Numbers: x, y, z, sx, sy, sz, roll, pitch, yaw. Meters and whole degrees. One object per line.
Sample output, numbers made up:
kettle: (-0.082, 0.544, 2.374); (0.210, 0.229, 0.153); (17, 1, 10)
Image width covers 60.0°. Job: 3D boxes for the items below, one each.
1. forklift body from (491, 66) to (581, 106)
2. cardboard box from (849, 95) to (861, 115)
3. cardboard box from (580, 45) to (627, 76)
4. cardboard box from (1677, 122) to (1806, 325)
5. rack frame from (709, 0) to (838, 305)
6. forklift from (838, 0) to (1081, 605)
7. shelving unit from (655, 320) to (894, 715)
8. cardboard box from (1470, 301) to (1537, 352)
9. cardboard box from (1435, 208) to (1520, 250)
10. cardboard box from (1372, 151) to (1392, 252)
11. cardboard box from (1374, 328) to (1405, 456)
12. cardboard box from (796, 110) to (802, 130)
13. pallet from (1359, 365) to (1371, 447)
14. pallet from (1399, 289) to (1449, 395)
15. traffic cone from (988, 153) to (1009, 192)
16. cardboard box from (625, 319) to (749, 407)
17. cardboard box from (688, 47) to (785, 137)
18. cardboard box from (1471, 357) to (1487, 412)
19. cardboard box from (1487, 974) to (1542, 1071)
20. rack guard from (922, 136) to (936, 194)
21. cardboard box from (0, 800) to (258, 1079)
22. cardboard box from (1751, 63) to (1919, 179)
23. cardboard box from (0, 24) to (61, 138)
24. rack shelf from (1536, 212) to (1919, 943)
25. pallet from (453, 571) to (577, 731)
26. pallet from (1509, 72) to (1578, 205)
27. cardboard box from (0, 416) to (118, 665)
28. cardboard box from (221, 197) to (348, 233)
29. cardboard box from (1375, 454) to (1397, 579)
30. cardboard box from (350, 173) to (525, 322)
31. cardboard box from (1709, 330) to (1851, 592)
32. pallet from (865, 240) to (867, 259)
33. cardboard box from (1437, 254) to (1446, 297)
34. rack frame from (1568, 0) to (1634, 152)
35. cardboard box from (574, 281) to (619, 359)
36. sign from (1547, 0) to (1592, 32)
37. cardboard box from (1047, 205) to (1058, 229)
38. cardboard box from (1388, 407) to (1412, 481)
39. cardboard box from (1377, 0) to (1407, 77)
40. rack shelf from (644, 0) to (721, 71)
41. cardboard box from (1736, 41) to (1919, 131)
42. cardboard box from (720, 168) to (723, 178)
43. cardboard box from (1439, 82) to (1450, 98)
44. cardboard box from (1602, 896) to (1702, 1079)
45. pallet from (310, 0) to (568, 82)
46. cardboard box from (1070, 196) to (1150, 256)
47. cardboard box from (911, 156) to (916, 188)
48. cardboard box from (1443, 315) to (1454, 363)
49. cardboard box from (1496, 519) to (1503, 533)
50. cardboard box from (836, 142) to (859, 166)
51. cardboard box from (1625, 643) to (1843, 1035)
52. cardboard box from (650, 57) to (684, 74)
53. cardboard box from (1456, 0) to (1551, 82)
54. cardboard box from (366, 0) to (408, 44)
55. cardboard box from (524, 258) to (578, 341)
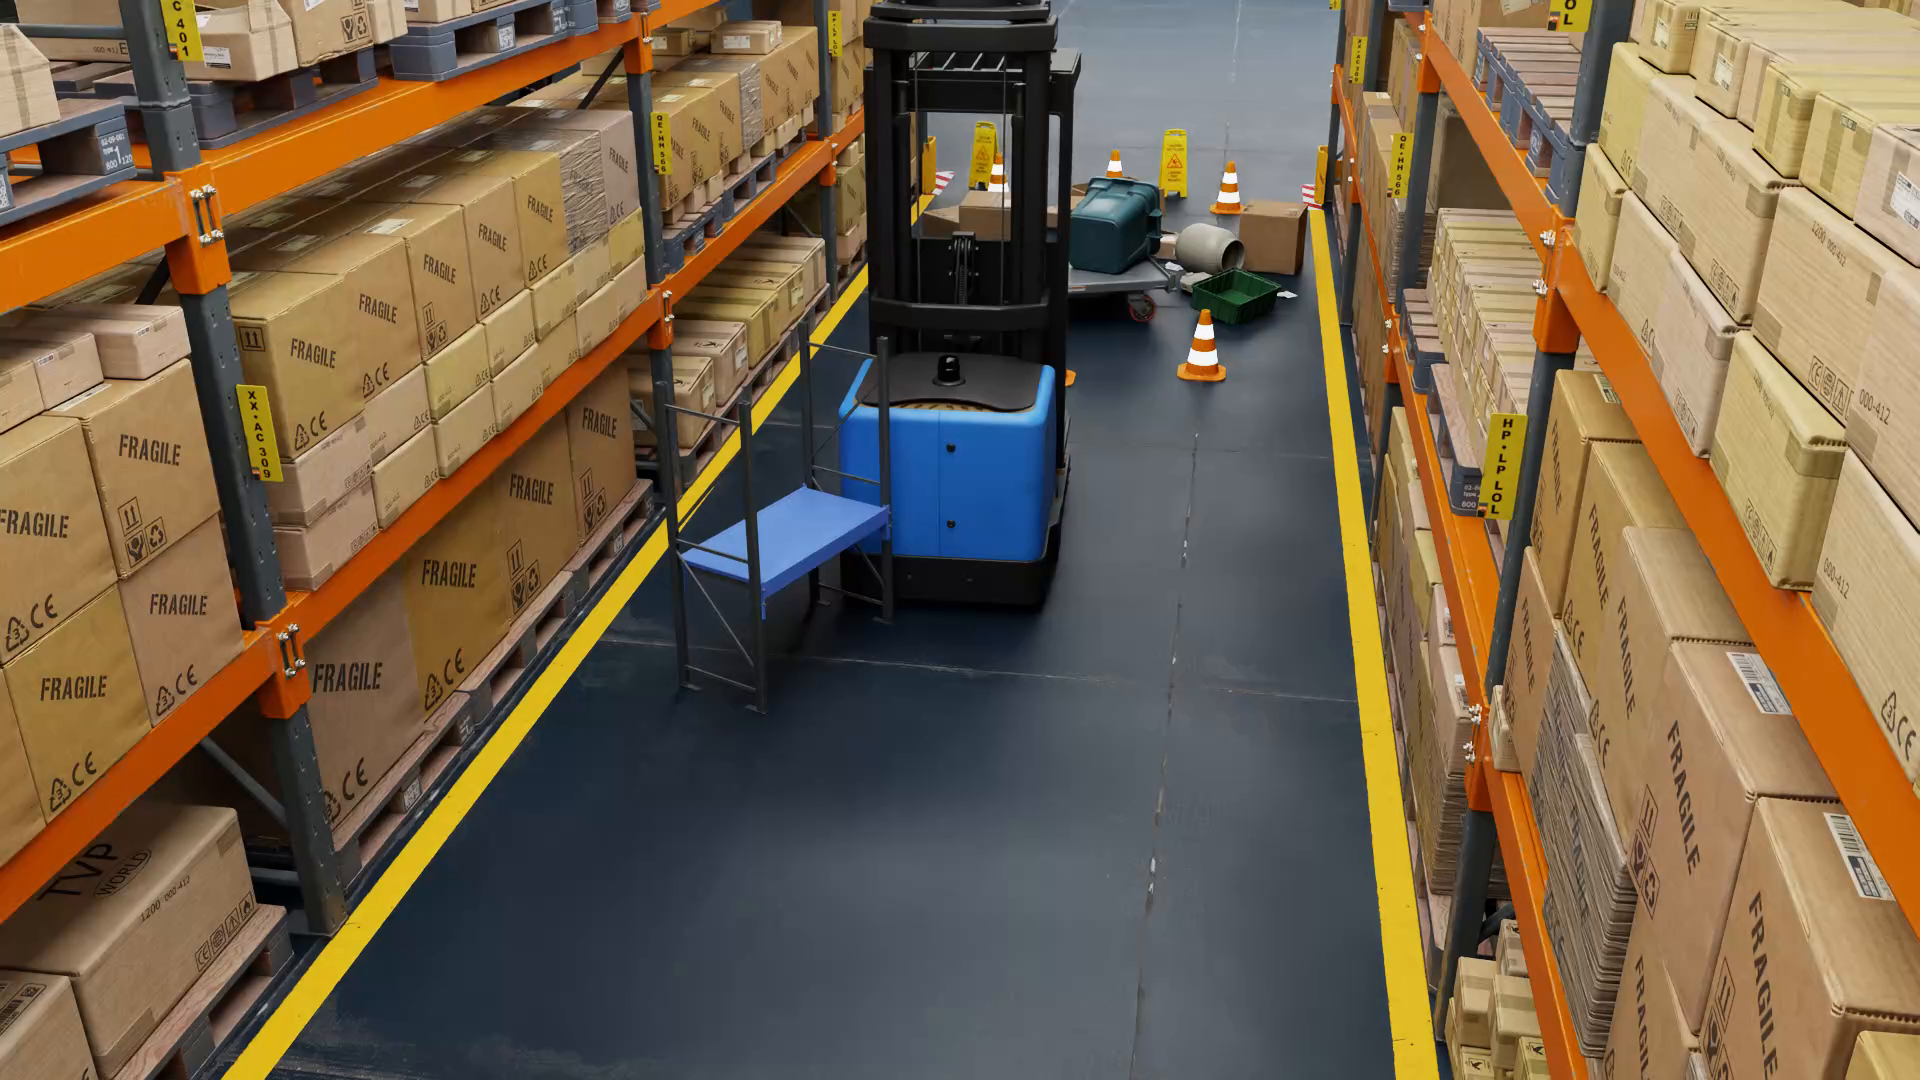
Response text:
forklift body: (-4.236, -4.007, 15.273); (2.313, 2.155, 1.214); (4, 25, 9)
cardboard box: (-1.036, -3.615, 13.730); (0.380, 0.149, 0.250); (5, 26, 10)
cardboard box: (-2.146, -2.990, 10.371); (0.380, 0.149, 0.250); (3, 25, 6)
cardboard box: (1.613, -0.564, 2.965); (0.500, 0.250, 0.500); (4, 25, 9)
rack frame: (-1.482, -3.295, 12.752); (1.000, 3.000, 0.127); (4, 25, 9)
forklift: (0.074, -1.593, 9.195); (1.130, 2.935, 3.031); (3, 25, 6)
shelving unit: (-0.823, -0.128, 7.754); (0.538, 1.500, 1.048); (15, 29, 29)
cardboard box: (2.240, -0.834, 6.592); (0.380, 0.149, 0.250); (4, 25, 8)
cardboard box: (2.497, -1.486, 7.985); (0.380, 0.149, 0.250); (4, 25, 9)
cardboard box: (2.738, -1.992, 9.849); (0.500, 0.500, 0.500); (4, 25, 8)
cardboard box: (2.953, -0.742, 9.454); (1.050, 0.750, 0.750); (4, 25, 8)
cardboard box: (-1.354, -3.028, 11.983); (0.380, 0.149, 0.250); (3, 25, 7)
pallet: (3.169, -0.892, 10.907); (1.003, 0.211, 1.213); (4, 25, 9)
pallet: (2.753, -0.929, 7.924); (1.213, 0.211, 1.003); (4, 25, 9)
traffic cone: (0.374, -3.550, 16.289); (0.336, 0.463, 0.334); (4, 25, 9)
cardboard box: (-1.921, -1.167, 10.810); (0.950, 0.372, 0.625); (4, 25, 8)
cardboard box: (-1.501, -3.034, 11.229); (0.500, 0.500, 0.500); (5, 26, 10)
cardboard box: (2.193, -0.592, 6.426); (0.380, 0.149, 0.250); (4, 25, 9)
cardboard box: (1.747, 1.424, 4.836); (0.380, 0.149, 0.250); (5, 26, 11)
rack guard: (-0.840, -3.804, 16.788); (1.175, 0.500, 0.348); (4, 25, 9)
cardboard box: (-2.998, 1.276, 5.513); (0.875, 0.438, 0.875); (4, 25, 8)
cardboard box: (1.562, -0.695, 2.775); (0.380, 0.149, 0.250); (5, 26, 11)
cardboard box: (-2.578, -1.193, 4.268); (0.396, 0.266, 0.258); (5, 26, 10)
rack shelf: (1.784, 0.155, 2.691); (1.077, 0.370, 4.000); (4, 25, 9)
pallet: (-2.540, 0.474, 7.989); (1.003, 0.211, 1.213); (4, 25, 9)
pallet: (2.317, -1.173, 4.901); (1.213, 0.211, 1.003); (4, 25, 9)
cardboard box: (-2.685, -0.020, 4.456); (0.500, 0.500, 0.500); (4, 25, 8)
cardboard box: (-2.784, -1.079, 6.721); (0.500, 0.500, 0.500); (5, 26, 10)
cardboard box: (2.397, -0.102, 8.382); (0.500, 0.500, 0.500); (3, 25, 6)
cardboard box: (-2.215, -1.253, 7.091); (0.500, 0.500, 0.500); (4, 25, 8)
cardboard box: (1.508, -0.119, 2.605); (0.500, 0.250, 0.500); (5, 26, 11)
pallet: (-1.210, -2.828, 15.042); (1.003, 0.211, 1.213); (4, 25, 9)
cardboard box: (2.445, -1.231, 7.792); (0.380, 0.149, 0.250); (5, 26, 11)
rack frame: (2.111, -2.366, 3.690); (1.000, 3.000, 0.127); (4, 25, 9)
cardboard box: (-2.030, -1.110, 8.261); (0.500, 0.250, 0.500); (4, 25, 9)
sign: (1.563, -1.457, 4.211); (0.100, 0.325, 0.005); (4, 25, 9)
cardboard box: (0.951, -2.989, 15.461); (0.380, 0.149, 0.250); (19, 31, 35)
cardboard box: (2.413, -0.448, 8.237); (0.500, 0.250, 0.500); (3, 25, 6)
cardboard box: (3.512, -3.704, 12.173); (0.875, 0.550, 0.550); (4, 25, 9)
rack shelf: (-1.809, -3.492, 10.482); (1.077, 0.370, 4.000); (4, 25, 9)
cardboard box: (1.652, -0.806, 3.012); (0.380, 0.149, 0.250); (3, 25, 7)
cardboard box: (-1.702, -2.269, 10.360); (0.380, 0.149, 0.250); (6, 26, 12)
cardboard box: (2.929, -2.219, 9.154); (0.700, 0.500, 0.500); (4, 25, 8)
cardboard box: (1.531, 1.003, 3.101); (0.500, 0.500, 0.500); (5, 26, 11)
pallet: (-2.368, -2.155, 6.999); (1.003, 0.211, 1.213); (5, 26, 11)
cardboard box: (1.238, -2.597, 14.046); (0.797, 0.637, 0.503); (4, 25, 9)
cardboard box: (-0.699, -3.546, 16.036); (0.500, 0.250, 0.500); (4, 25, 8)
cardboard box: (2.362, -0.887, 7.408); (0.380, 0.149, 0.250); (5, 26, 11)
cardboard box: (2.065, -0.118, 5.764); (0.380, 0.149, 0.250); (4, 25, 8)
cardboard box: (-1.039, -3.150, 13.539); (0.380, 0.149, 0.250); (4, 25, 9)
cardboard box: (1.529, 0.531, 2.929); (0.500, 0.500, 0.500); (3, 25, 7)
cardboard box: (-2.090, -2.858, 10.854); (0.500, 0.500, 0.500); (3, 25, 6)
cardboard box: (2.257, -2.086, 6.512); (0.500, 0.500, 0.500); (4, 25, 9)
cardboard box: (-2.237, -1.897, 6.007); (0.380, 0.166, 0.250); (2, 25, 5)
cardboard box: (-2.108, -1.131, 7.714); (0.500, 0.250, 0.500); (3, 25, 7)
